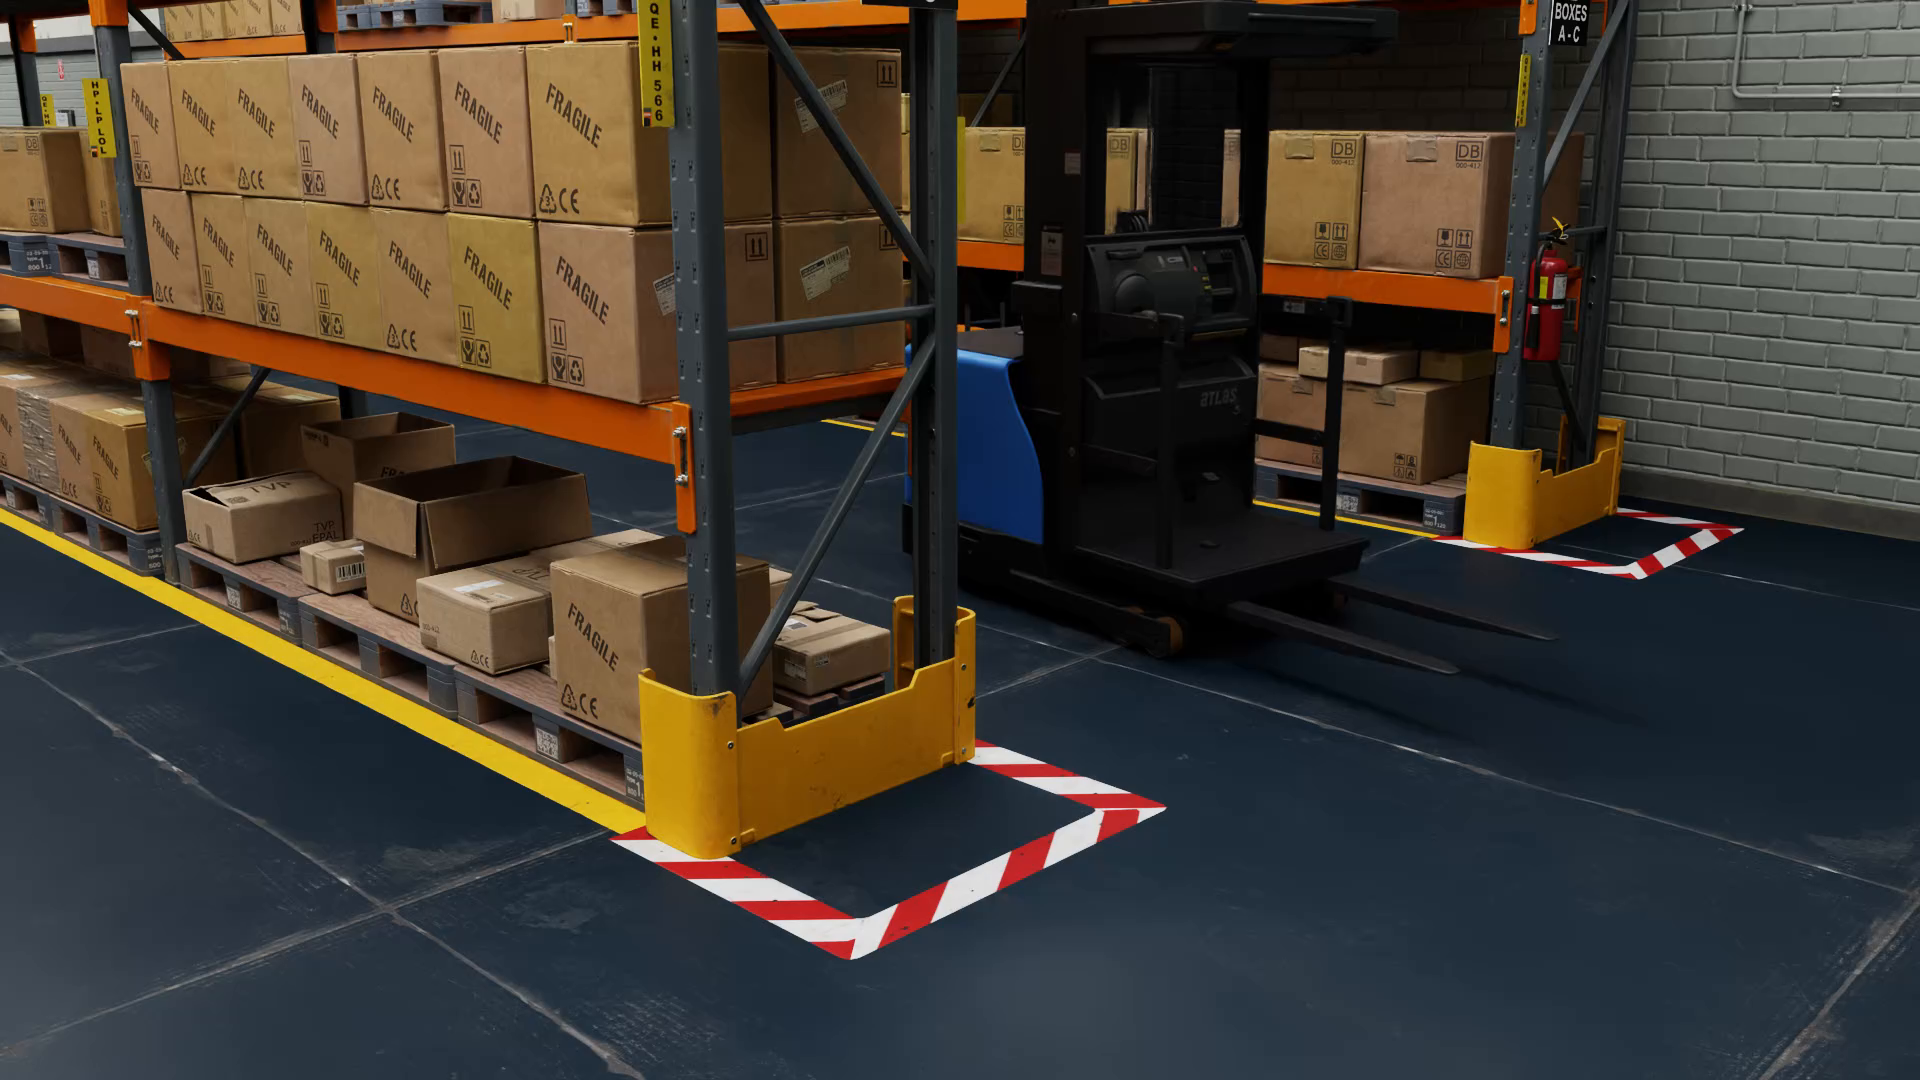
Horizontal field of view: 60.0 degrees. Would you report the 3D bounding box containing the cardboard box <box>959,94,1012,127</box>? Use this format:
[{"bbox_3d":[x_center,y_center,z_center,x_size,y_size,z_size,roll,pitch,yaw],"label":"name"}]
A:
[{"bbox_3d":[0.009,-2.927,11.401,0.500,0.250,0.500,-14,20,-42],"label":"cardboard box"}]

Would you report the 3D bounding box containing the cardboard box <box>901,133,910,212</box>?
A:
[{"bbox_3d":[-0.348,-2.471,11.139,0.500,0.500,0.500,13,20,41],"label":"cardboard box"}]

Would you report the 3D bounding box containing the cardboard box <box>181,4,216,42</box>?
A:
[{"bbox_3d":[-8.050,-5.640,17.940,0.500,0.500,0.500,-13,19,-41],"label":"cardboard box"}]

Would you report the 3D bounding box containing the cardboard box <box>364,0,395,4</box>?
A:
[{"bbox_3d":[-5.261,-5.227,15.564,0.500,0.500,0.500,-11,18,-36],"label":"cardboard box"}]

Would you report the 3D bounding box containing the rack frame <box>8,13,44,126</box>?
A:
[{"bbox_3d":[-6.155,-2.034,10.291,0.127,3.000,1.000,14,20,42],"label":"rack frame"}]

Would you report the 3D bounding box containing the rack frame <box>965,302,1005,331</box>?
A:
[{"bbox_3d":[0.122,-0.564,8.218,0.240,1.200,0.015,-11,18,-37],"label":"rack frame"}]

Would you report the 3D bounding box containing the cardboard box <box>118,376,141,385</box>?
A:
[{"bbox_3d":[-4.201,-0.647,9.050,0.500,0.500,0.500,14,20,43],"label":"cardboard box"}]

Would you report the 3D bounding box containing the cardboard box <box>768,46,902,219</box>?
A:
[{"bbox_3d":[-0.533,-1.292,5.261,0.500,0.500,0.500,-14,20,-42],"label":"cardboard box"}]

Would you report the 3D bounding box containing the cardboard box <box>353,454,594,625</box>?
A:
[{"bbox_3d":[-1.920,-0.011,6.605,0.637,0.503,0.797,14,20,42],"label":"cardboard box"}]

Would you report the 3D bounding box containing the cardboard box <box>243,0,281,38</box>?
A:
[{"bbox_3d":[-6.915,-5.368,16.899,0.500,0.500,0.500,13,19,40],"label":"cardboard box"}]

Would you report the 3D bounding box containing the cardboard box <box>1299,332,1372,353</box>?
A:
[{"bbox_3d":[2.150,-1.093,9.515,0.250,0.149,0.380,14,20,43],"label":"cardboard box"}]

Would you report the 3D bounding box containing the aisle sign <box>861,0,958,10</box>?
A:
[{"bbox_3d":[-0.144,-1.934,4.748,0.004,0.787,0.394,14,20,42],"label":"aisle sign"}]

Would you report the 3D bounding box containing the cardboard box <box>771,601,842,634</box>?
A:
[{"bbox_3d":[-0.639,0.344,5.908,0.250,0.166,0.380,14,20,42],"label":"cardboard box"}]

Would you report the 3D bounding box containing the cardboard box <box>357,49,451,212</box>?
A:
[{"bbox_3d":[-1.648,-1.373,5.570,0.500,0.500,0.500,-14,20,-43],"label":"cardboard box"}]

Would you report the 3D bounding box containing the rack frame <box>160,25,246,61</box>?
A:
[{"bbox_3d":[-8.479,-4.334,19.118,0.127,3.000,1.000,14,20,42],"label":"rack frame"}]

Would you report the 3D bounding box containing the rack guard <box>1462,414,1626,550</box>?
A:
[{"bbox_3d":[3.056,-0.320,8.670,0.348,0.500,1.175,14,20,42],"label":"rack guard"}]

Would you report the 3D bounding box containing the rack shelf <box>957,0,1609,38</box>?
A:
[{"bbox_3d":[1.599,-2.988,9.427,4.000,0.370,1.077,14,20,42],"label":"rack shelf"}]

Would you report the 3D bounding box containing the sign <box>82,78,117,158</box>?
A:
[{"bbox_3d":[-3.659,-1.793,7.069,0.005,0.325,0.100,14,20,42],"label":"sign"}]

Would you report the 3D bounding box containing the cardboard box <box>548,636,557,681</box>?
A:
[{"bbox_3d":[-1.188,0.386,5.748,0.250,0.166,0.380,14,20,42],"label":"cardboard box"}]

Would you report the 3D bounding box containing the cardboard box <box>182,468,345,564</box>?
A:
[{"bbox_3d":[-3.124,-0.133,7.455,0.500,0.311,0.500,14,20,42],"label":"cardboard box"}]

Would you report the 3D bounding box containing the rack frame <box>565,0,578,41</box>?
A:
[{"bbox_3d":[-2.720,-2.934,13.744,0.127,3.000,1.000,14,20,42],"label":"rack frame"}]

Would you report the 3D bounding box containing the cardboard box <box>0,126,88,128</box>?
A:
[{"bbox_3d":[-5.624,-2.196,9.881,0.500,0.500,0.700,7,16,24],"label":"cardboard box"}]

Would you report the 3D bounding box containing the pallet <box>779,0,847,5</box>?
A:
[{"bbox_3d":[-0.535,-3.745,11.285,1.217,0.209,0.805,13,19,40],"label":"pallet"}]

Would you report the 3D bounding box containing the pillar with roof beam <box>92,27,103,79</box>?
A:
[{"bbox_3d":[-14.682,-7.541,19.525,0.400,9.000,9.100,14,20,42],"label":"pillar with roof beam"}]

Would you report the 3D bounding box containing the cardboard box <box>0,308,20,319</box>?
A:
[{"bbox_3d":[-6.713,-1.414,11.417,0.500,0.311,0.500,13,19,41],"label":"cardboard box"}]

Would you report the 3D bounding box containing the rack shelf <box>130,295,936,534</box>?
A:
[{"bbox_3d":[-1.836,-0.636,6.352,4.000,0.370,1.077,14,20,42],"label":"rack shelf"}]

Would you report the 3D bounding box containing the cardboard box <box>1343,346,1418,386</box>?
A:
[{"bbox_3d":[2.247,-0.935,8.911,0.250,0.149,0.380,13,20,42],"label":"cardboard box"}]

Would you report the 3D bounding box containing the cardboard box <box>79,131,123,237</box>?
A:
[{"bbox_3d":[-4.001,-1.818,8.430,0.700,0.500,0.500,-11,18,-35],"label":"cardboard box"}]

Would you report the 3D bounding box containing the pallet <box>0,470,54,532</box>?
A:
[{"bbox_3d":[-4.770,-0.334,9.295,1.213,0.211,1.003,14,20,42],"label":"pallet"}]

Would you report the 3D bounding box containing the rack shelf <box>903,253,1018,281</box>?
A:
[{"bbox_3d":[-1.280,-2.236,12.492,4.000,0.370,1.077,14,20,42],"label":"rack shelf"}]

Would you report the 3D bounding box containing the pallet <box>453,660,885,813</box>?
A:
[{"bbox_3d":[-1.026,0.563,5.855,1.213,0.211,1.003,14,20,42],"label":"pallet"}]

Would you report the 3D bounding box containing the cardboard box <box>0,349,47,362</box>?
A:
[{"bbox_3d":[-5.645,-0.816,9.698,0.500,0.500,0.500,13,19,40],"label":"cardboard box"}]

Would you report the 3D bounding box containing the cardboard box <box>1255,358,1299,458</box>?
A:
[{"bbox_3d":[1.743,-0.808,9.707,0.500,0.500,0.700,13,19,40],"label":"cardboard box"}]

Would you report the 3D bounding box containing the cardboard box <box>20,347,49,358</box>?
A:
[{"bbox_3d":[-5.319,-0.917,10.086,0.500,0.500,0.500,-14,20,-42],"label":"cardboard box"}]

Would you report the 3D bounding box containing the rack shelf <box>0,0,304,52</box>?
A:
[{"bbox_3d":[-4.716,-2.788,8.660,4.000,0.370,1.077,14,20,42],"label":"rack shelf"}]

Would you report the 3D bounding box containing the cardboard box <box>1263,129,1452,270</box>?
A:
[{"bbox_3d":[2.134,-1.892,9.149,0.700,0.700,0.980,13,20,42],"label":"cardboard box"}]

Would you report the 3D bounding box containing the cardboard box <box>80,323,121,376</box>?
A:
[{"bbox_3d":[-4.536,-1.092,9.272,0.500,0.250,0.500,13,20,41],"label":"cardboard box"}]

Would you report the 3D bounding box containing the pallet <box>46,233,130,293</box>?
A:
[{"bbox_3d":[-3.775,-1.401,8.241,1.213,0.211,1.003,14,20,42],"label":"pallet"}]

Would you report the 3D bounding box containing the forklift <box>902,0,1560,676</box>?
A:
[{"bbox_3d":[1.029,-1.089,6.799,1.130,2.935,3.031,-11,18,-37],"label":"forklift"}]

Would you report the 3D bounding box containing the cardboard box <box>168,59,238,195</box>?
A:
[{"bbox_3d":[-2.760,-1.643,6.607,0.500,0.500,0.500,13,19,40],"label":"cardboard box"}]

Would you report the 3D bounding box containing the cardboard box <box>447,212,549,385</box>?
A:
[{"bbox_3d":[-1.284,-0.802,5.362,0.500,0.500,0.500,14,20,43],"label":"cardboard box"}]

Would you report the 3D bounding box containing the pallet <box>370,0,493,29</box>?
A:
[{"bbox_3d":[-4.480,-4.687,14.893,1.003,0.211,1.213,14,20,42],"label":"pallet"}]

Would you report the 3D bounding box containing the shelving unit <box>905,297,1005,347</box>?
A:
[{"bbox_3d":[-0.029,-0.613,8.403,0.258,1.200,0.503,-11,18,-37],"label":"shelving unit"}]

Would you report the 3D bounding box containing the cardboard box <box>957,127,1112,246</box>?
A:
[{"bbox_3d":[0.539,-2.281,10.644,0.700,0.700,0.980,14,20,43],"label":"cardboard box"}]

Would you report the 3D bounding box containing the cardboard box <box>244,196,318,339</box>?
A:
[{"bbox_3d":[-2.369,-1.067,6.380,0.500,0.500,0.500,14,20,42],"label":"cardboard box"}]

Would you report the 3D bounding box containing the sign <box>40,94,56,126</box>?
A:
[{"bbox_3d":[-5.786,-2.657,10.539,0.005,0.325,0.100,14,20,42],"label":"sign"}]

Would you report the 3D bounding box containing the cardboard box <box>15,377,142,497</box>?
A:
[{"bbox_3d":[-4.541,-0.548,8.671,0.500,0.500,0.500,14,20,43],"label":"cardboard box"}]
